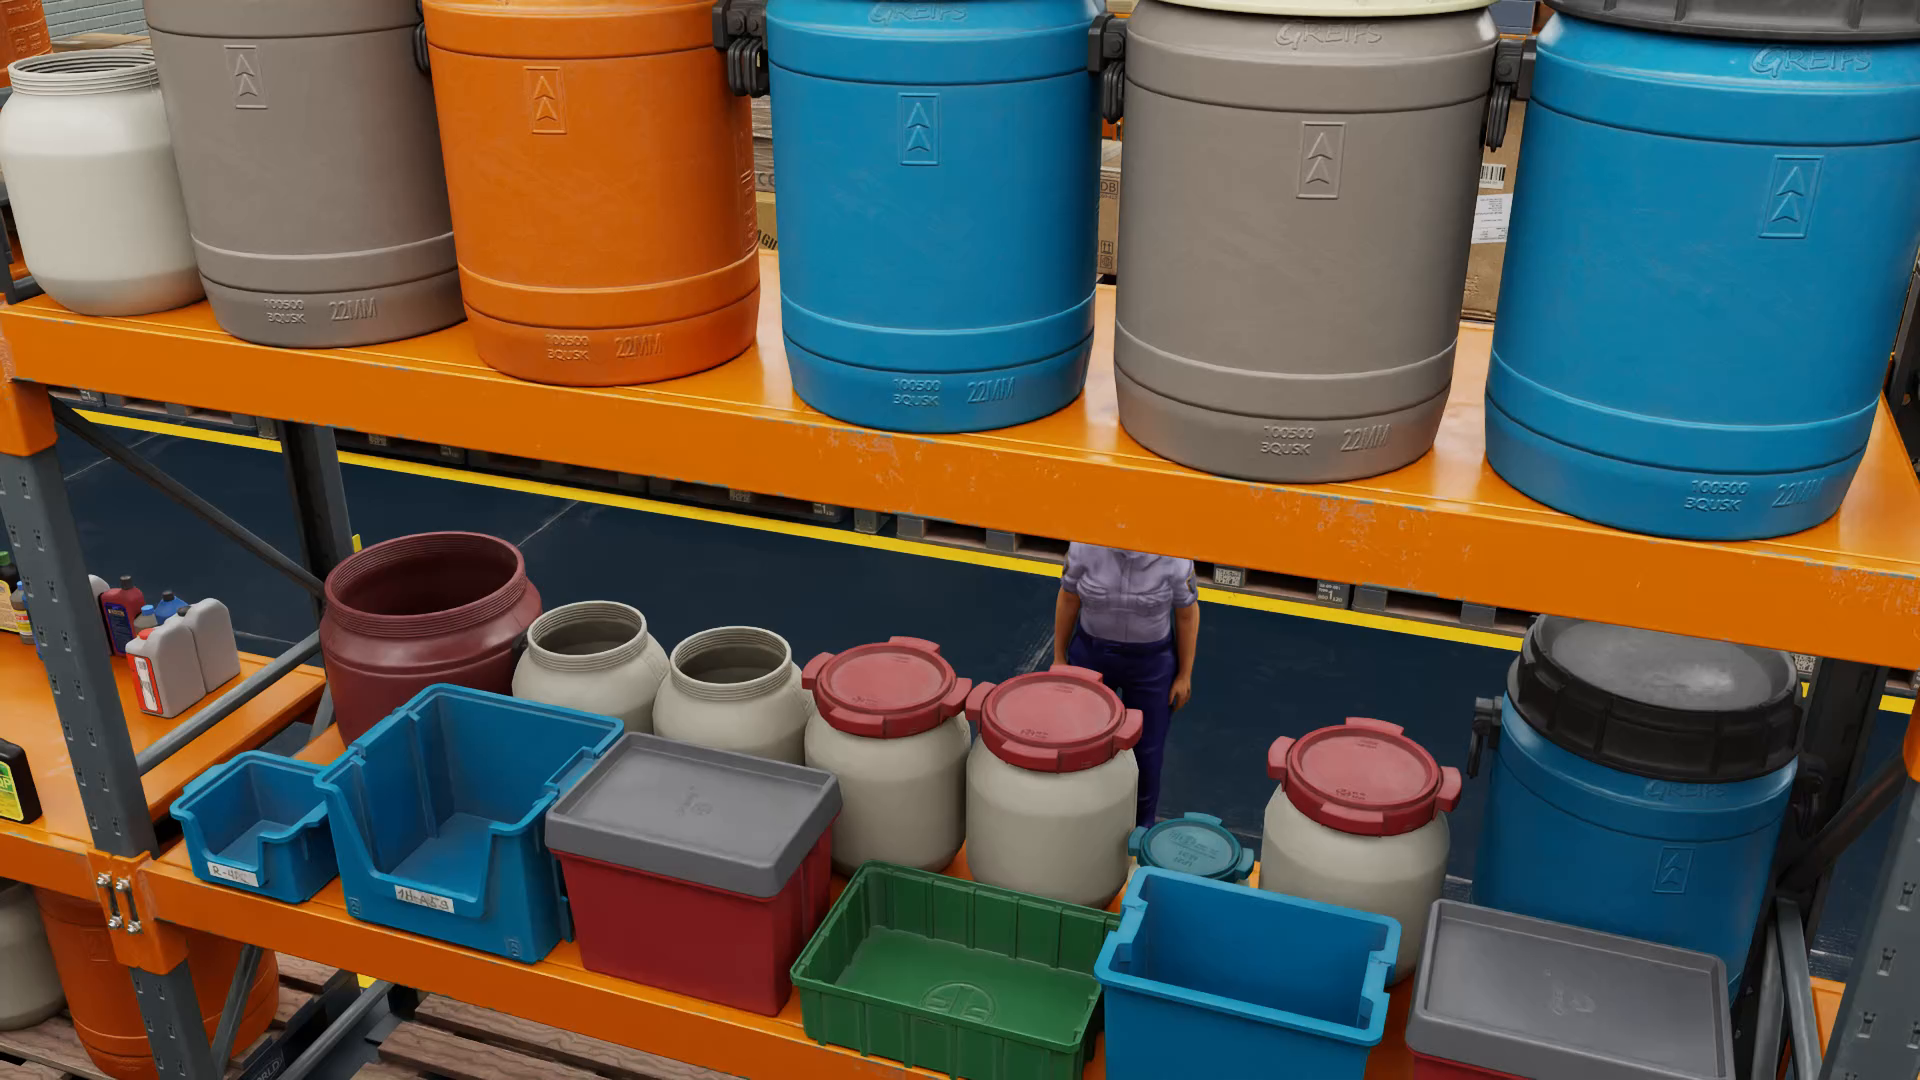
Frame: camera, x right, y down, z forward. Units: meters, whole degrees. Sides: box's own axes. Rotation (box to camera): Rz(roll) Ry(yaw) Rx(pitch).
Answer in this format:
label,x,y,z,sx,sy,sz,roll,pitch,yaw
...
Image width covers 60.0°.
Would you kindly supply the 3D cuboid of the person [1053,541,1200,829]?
label,x,y,z,sx,sy,sz,roll,pitch,yaw
person,0.578,0.487,6.119,0.561,1.651,0.426,7,27,14
